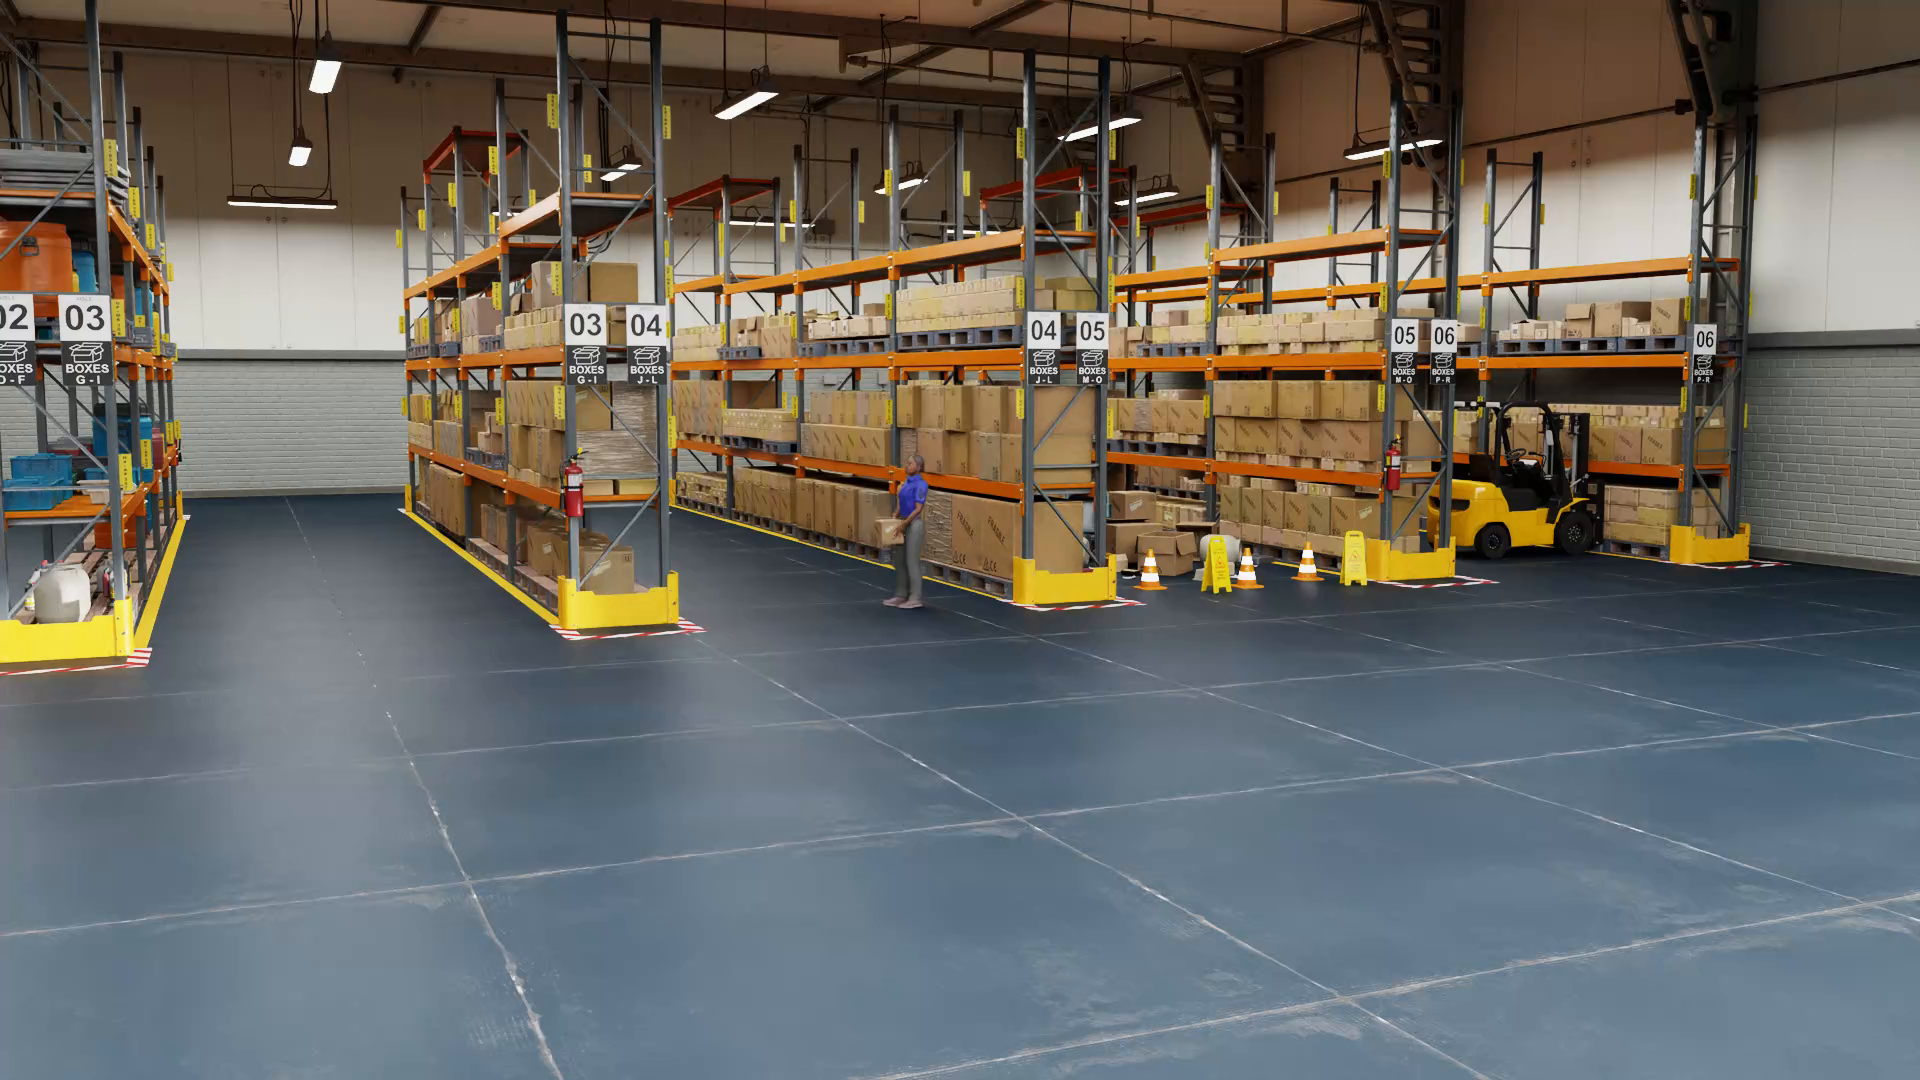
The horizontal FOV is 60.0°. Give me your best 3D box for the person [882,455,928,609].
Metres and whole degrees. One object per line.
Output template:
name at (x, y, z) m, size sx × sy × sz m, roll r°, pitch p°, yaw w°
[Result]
person at (-0.582, -0.095, 18.011) m, size 0.445 × 1.658 × 0.505 m, roll -3°, pitch 6°, yaw -26°
